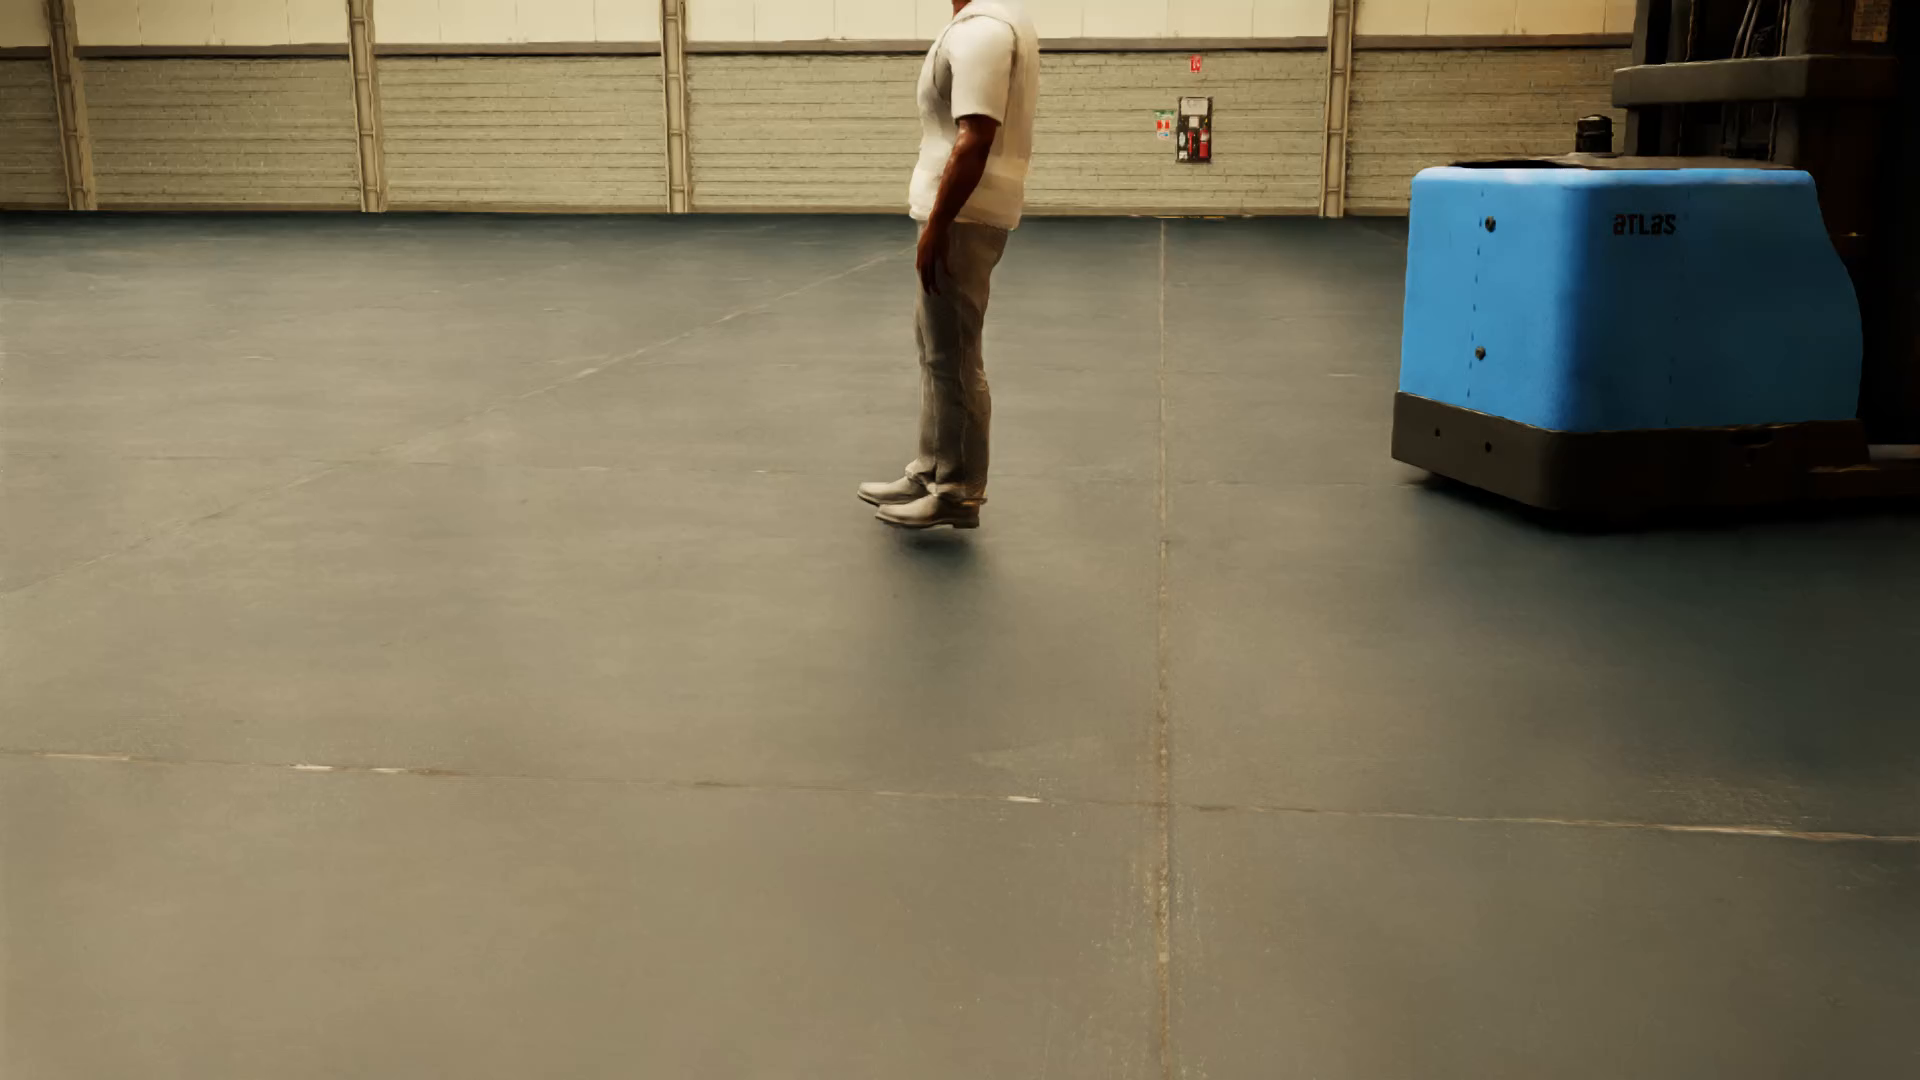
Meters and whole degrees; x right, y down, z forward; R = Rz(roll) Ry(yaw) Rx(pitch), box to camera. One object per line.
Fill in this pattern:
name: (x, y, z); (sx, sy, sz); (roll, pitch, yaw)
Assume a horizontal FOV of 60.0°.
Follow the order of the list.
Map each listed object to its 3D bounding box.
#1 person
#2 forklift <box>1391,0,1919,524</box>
person: (-0.068, -0.909, 4.748); (0.576, 1.766, 0.665); (2, 13, 7)
forklift: (3.100, -1.640, 5.522); (3.031, 2.935, 1.130); (-4, 14, -15)
